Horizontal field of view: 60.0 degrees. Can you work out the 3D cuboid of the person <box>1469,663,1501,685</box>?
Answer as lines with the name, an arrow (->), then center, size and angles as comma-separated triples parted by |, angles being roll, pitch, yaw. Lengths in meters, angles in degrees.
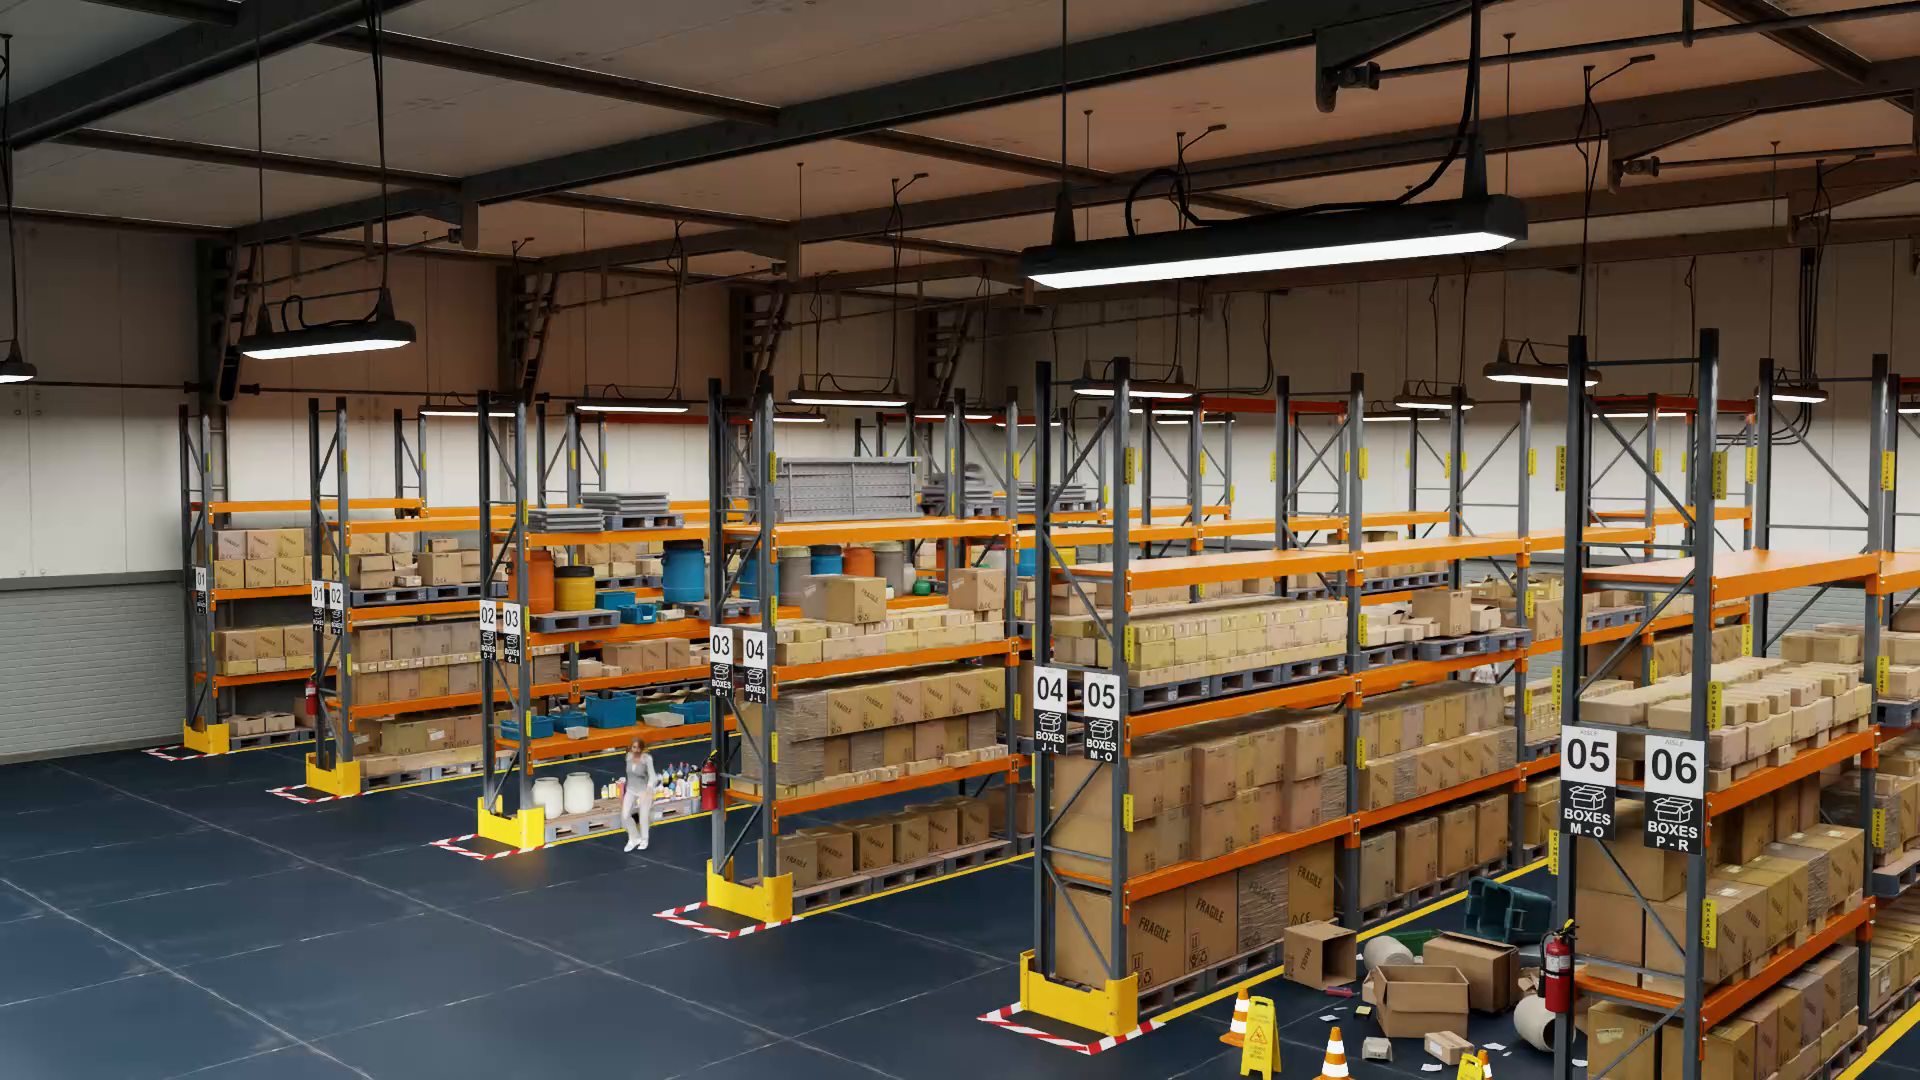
person -> 9.719, 2.718, 31.009 | 0.716, 1.613, 0.659 | 0, 3, 8

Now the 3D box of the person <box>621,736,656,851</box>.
person -> -4.090, 3.259, 21.347 | 0.477, 1.533, 0.757 | 0, 3, 9

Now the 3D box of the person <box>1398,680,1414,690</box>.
person -> 7.394, 2.977, 26.640 | 1.072, 1.601, 0.660 | -2, 4, -36
